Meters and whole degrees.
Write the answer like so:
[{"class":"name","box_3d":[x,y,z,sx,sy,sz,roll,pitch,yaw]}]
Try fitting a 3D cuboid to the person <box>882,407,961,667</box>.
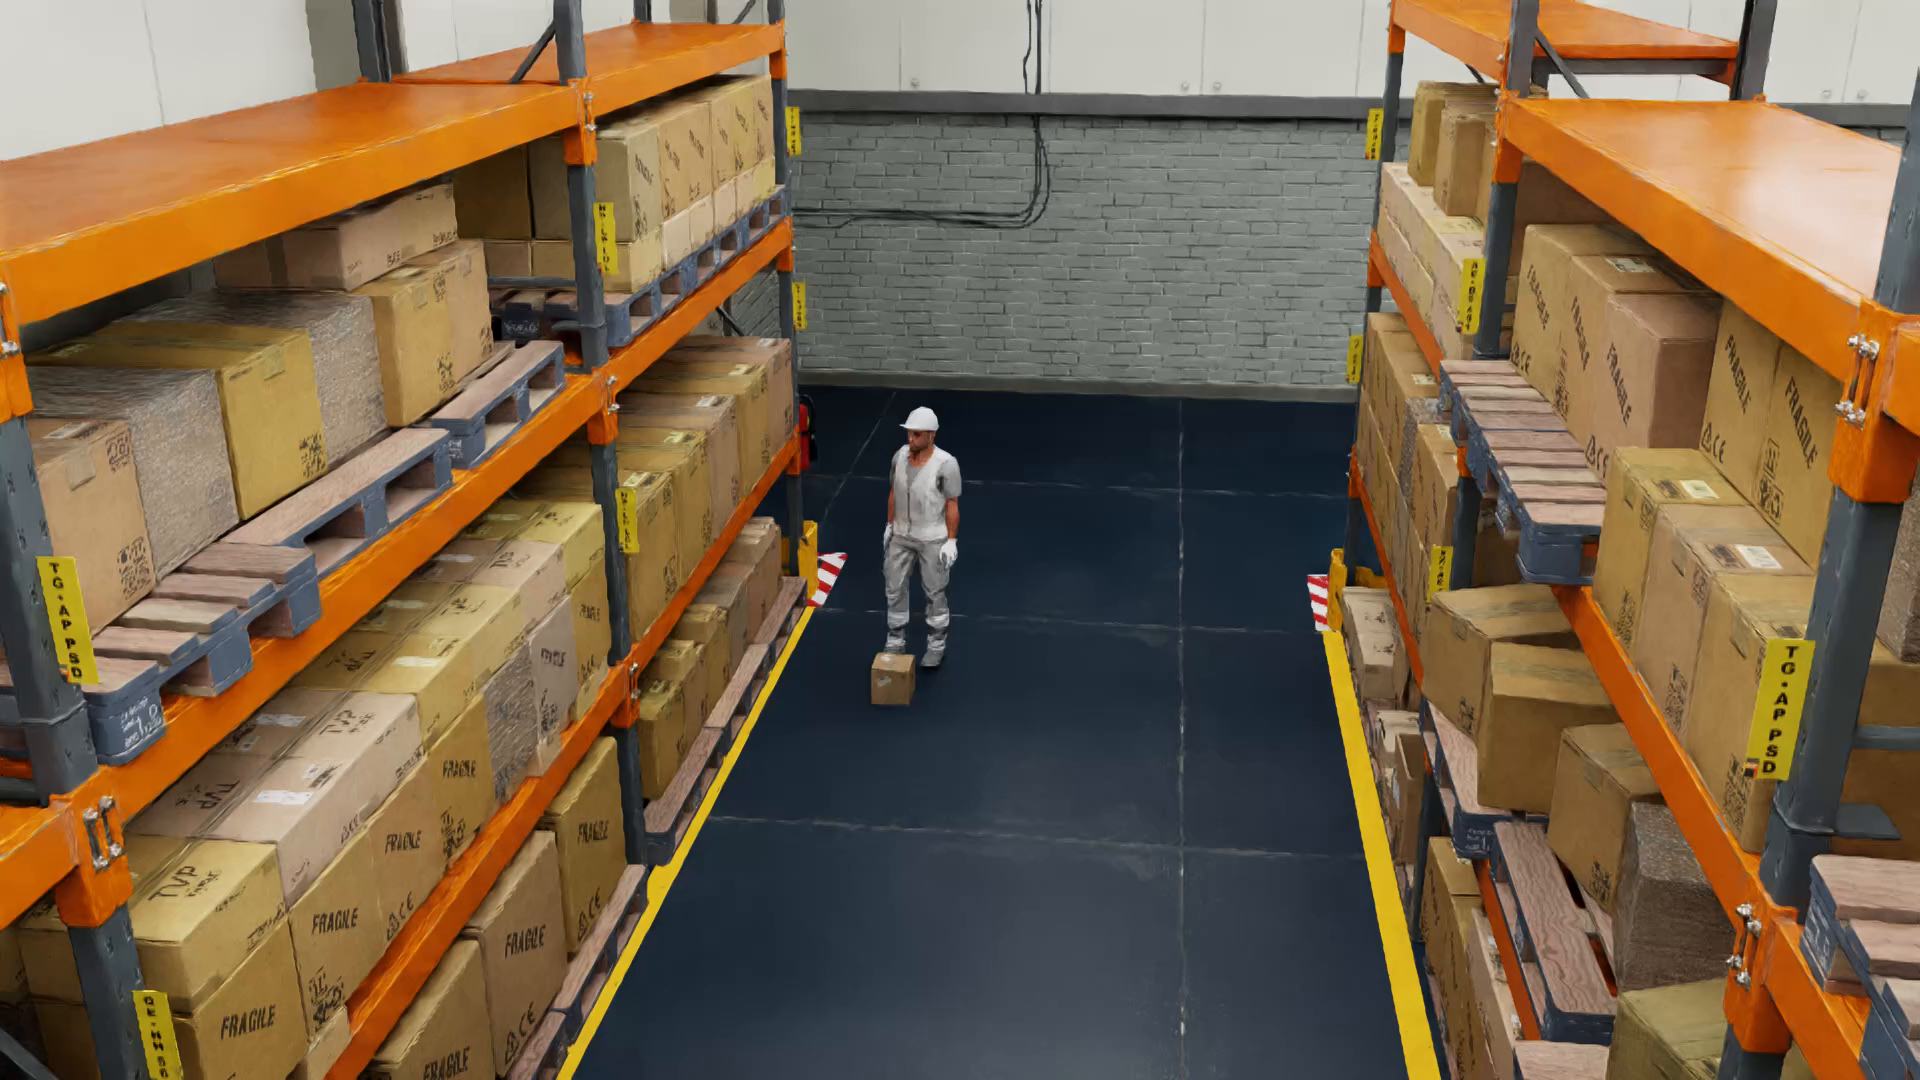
[{"class":"person","box_3d":[-0.287,-0.003,11.028,0.569,1.794,0.423,11,24,27]}]
